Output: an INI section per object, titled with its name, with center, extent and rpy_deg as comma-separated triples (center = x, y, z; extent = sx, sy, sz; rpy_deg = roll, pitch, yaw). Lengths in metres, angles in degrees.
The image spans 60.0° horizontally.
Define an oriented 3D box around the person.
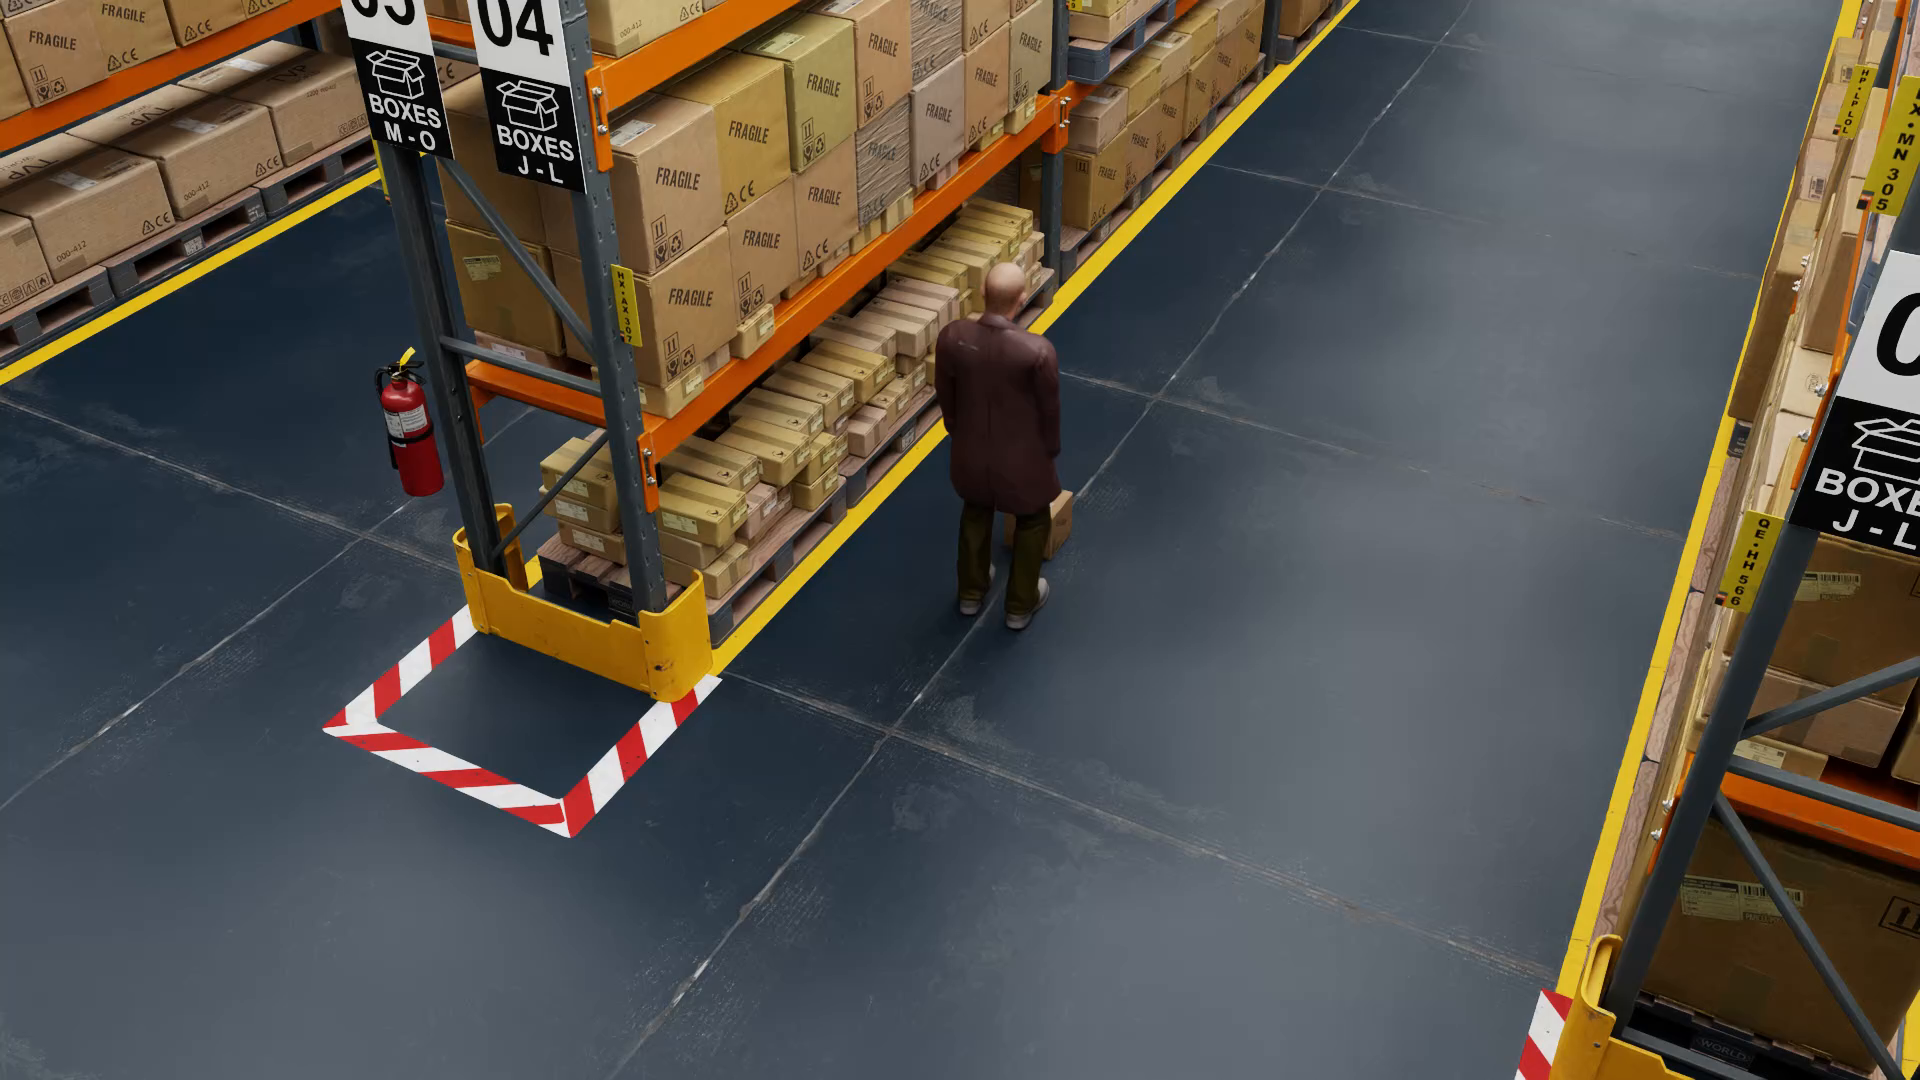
[person]
center = 0.172, -0.406, 7.329
extent = 0.579, 1.746, 0.394
rpy_deg = 15, 40, 19
